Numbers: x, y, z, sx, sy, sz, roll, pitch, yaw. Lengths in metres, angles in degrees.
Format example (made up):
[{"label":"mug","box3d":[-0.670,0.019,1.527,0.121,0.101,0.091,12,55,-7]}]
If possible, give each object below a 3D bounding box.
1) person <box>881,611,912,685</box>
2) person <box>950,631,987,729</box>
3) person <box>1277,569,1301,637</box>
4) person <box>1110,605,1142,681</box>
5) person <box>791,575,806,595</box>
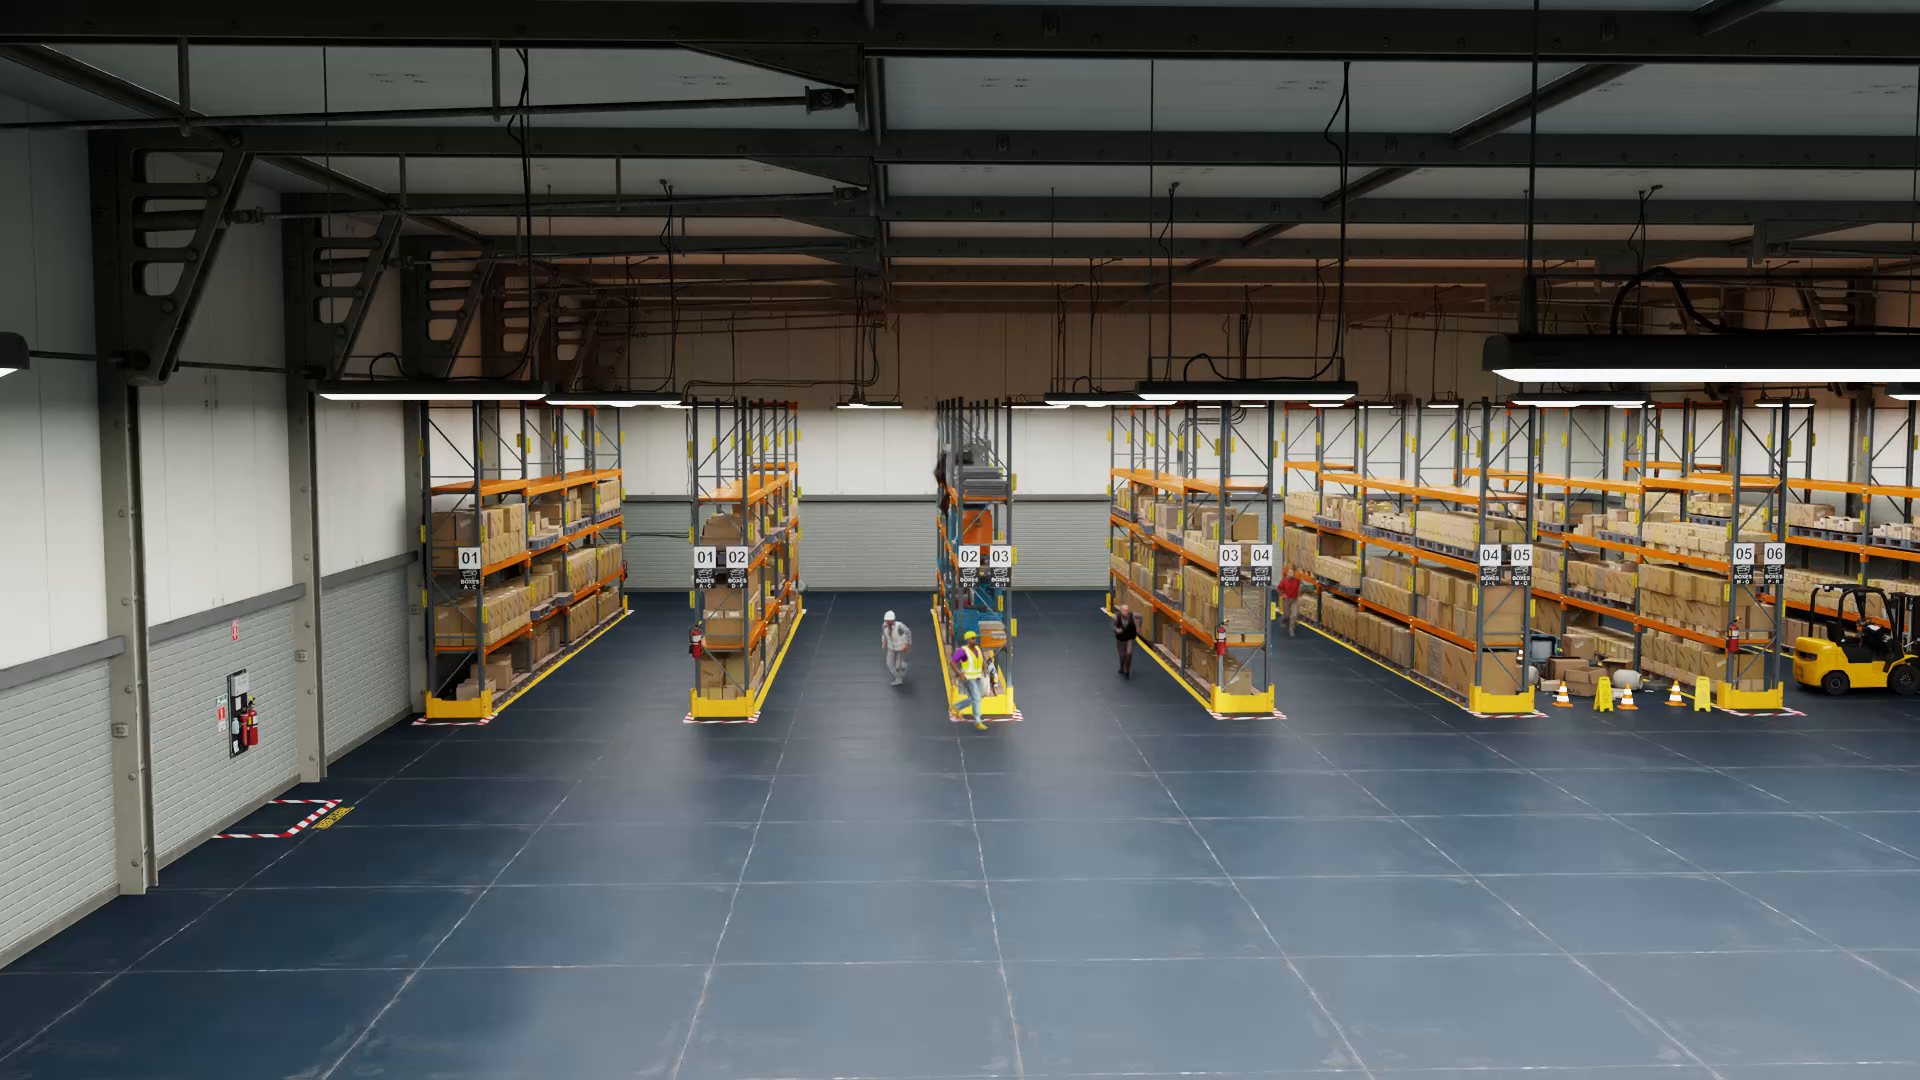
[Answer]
[{"label":"person","box3d":[-1.309,2.251,34.745,0.673,1.585,0.963,2,5,23]},{"label":"person","box3d":[0.187,2.532,30.258,0.845,1.774,0.746,3,6,38]},{"label":"person","box3d":[8.442,1.607,42.652,0.653,1.735,0.814,-1,4,-7]},{"label":"person","box3d":[3.561,2.186,35.681,0.698,1.673,0.992,0,4,5]},{"label":"person","box3d":[-4.794,1.103,48.505,0.543,1.745,0.684,0,4,6]}]
